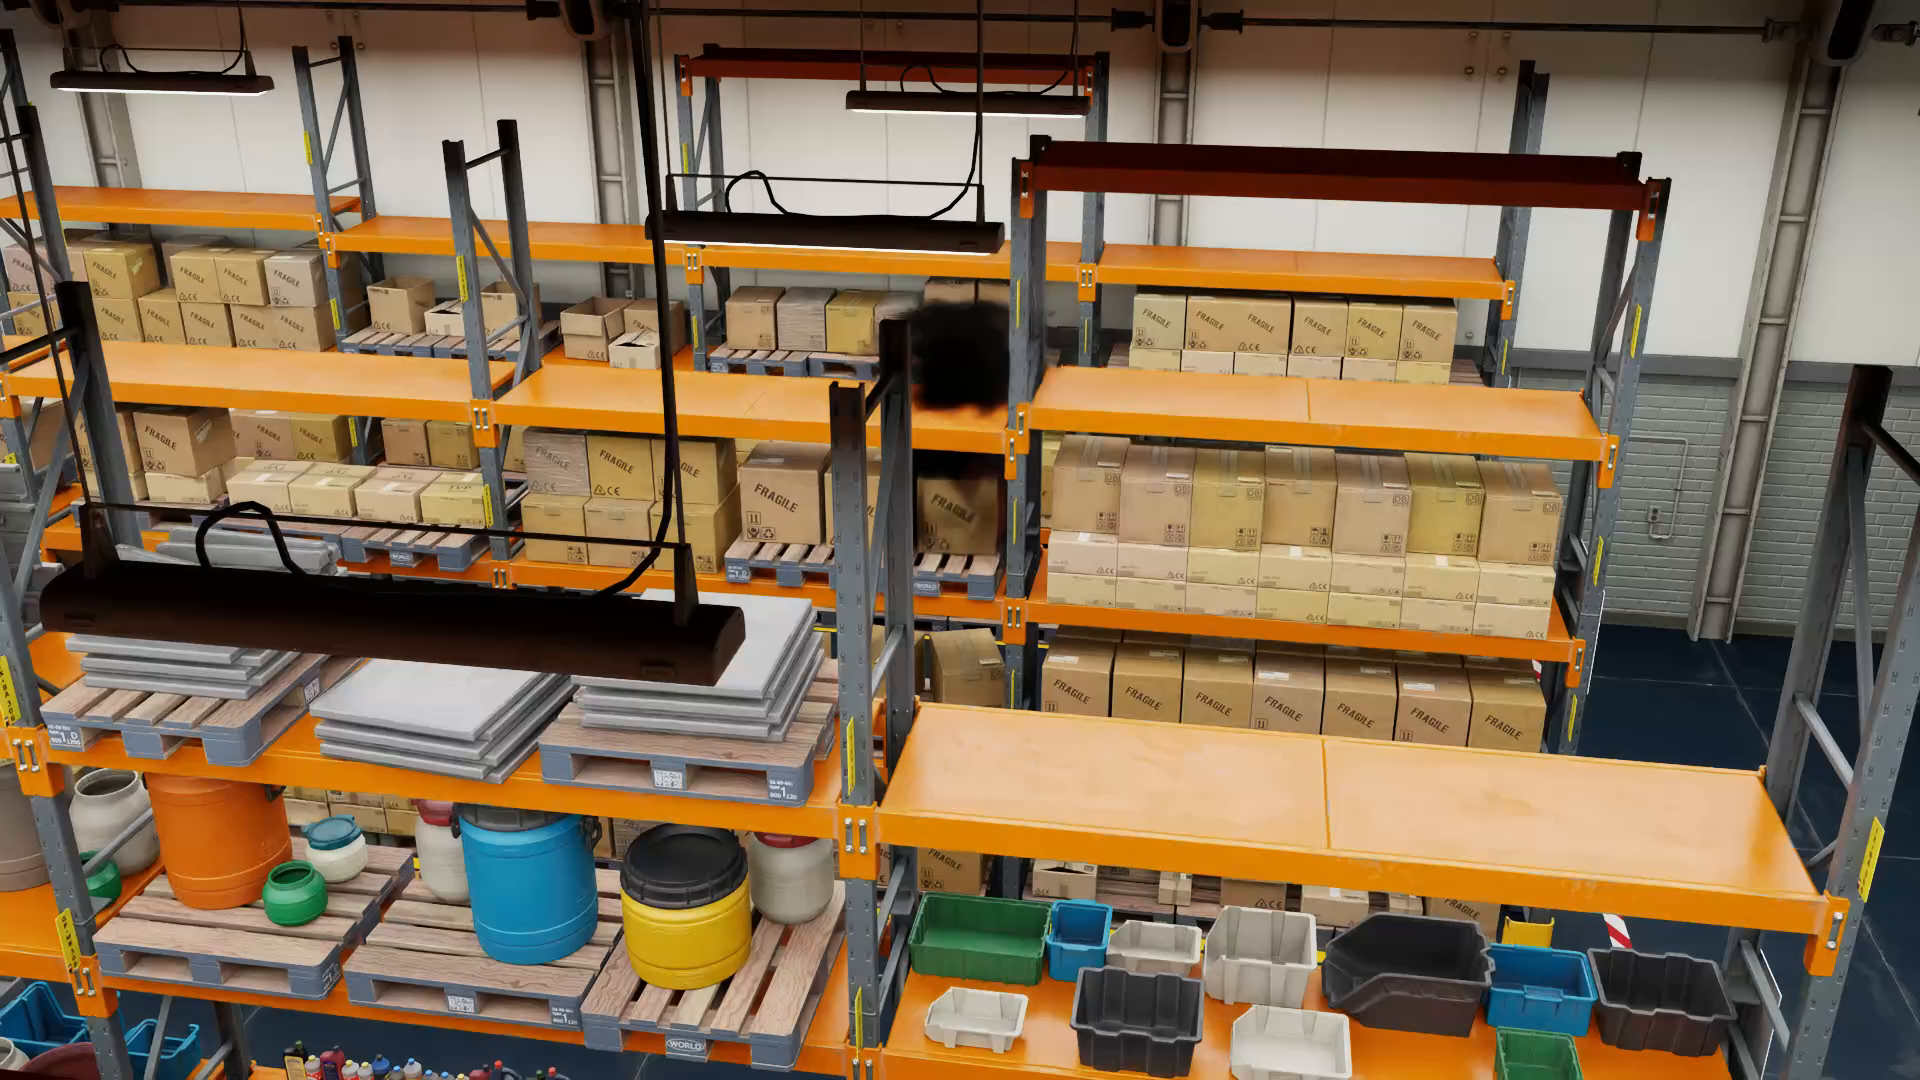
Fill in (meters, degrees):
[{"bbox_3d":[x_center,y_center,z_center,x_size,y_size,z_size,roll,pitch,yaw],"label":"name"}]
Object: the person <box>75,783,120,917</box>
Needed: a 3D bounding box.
[{"bbox_3d":[-6.278,2.513,12.293,0.797,1.663,0.662,10,25,22],"label":"person"}]
